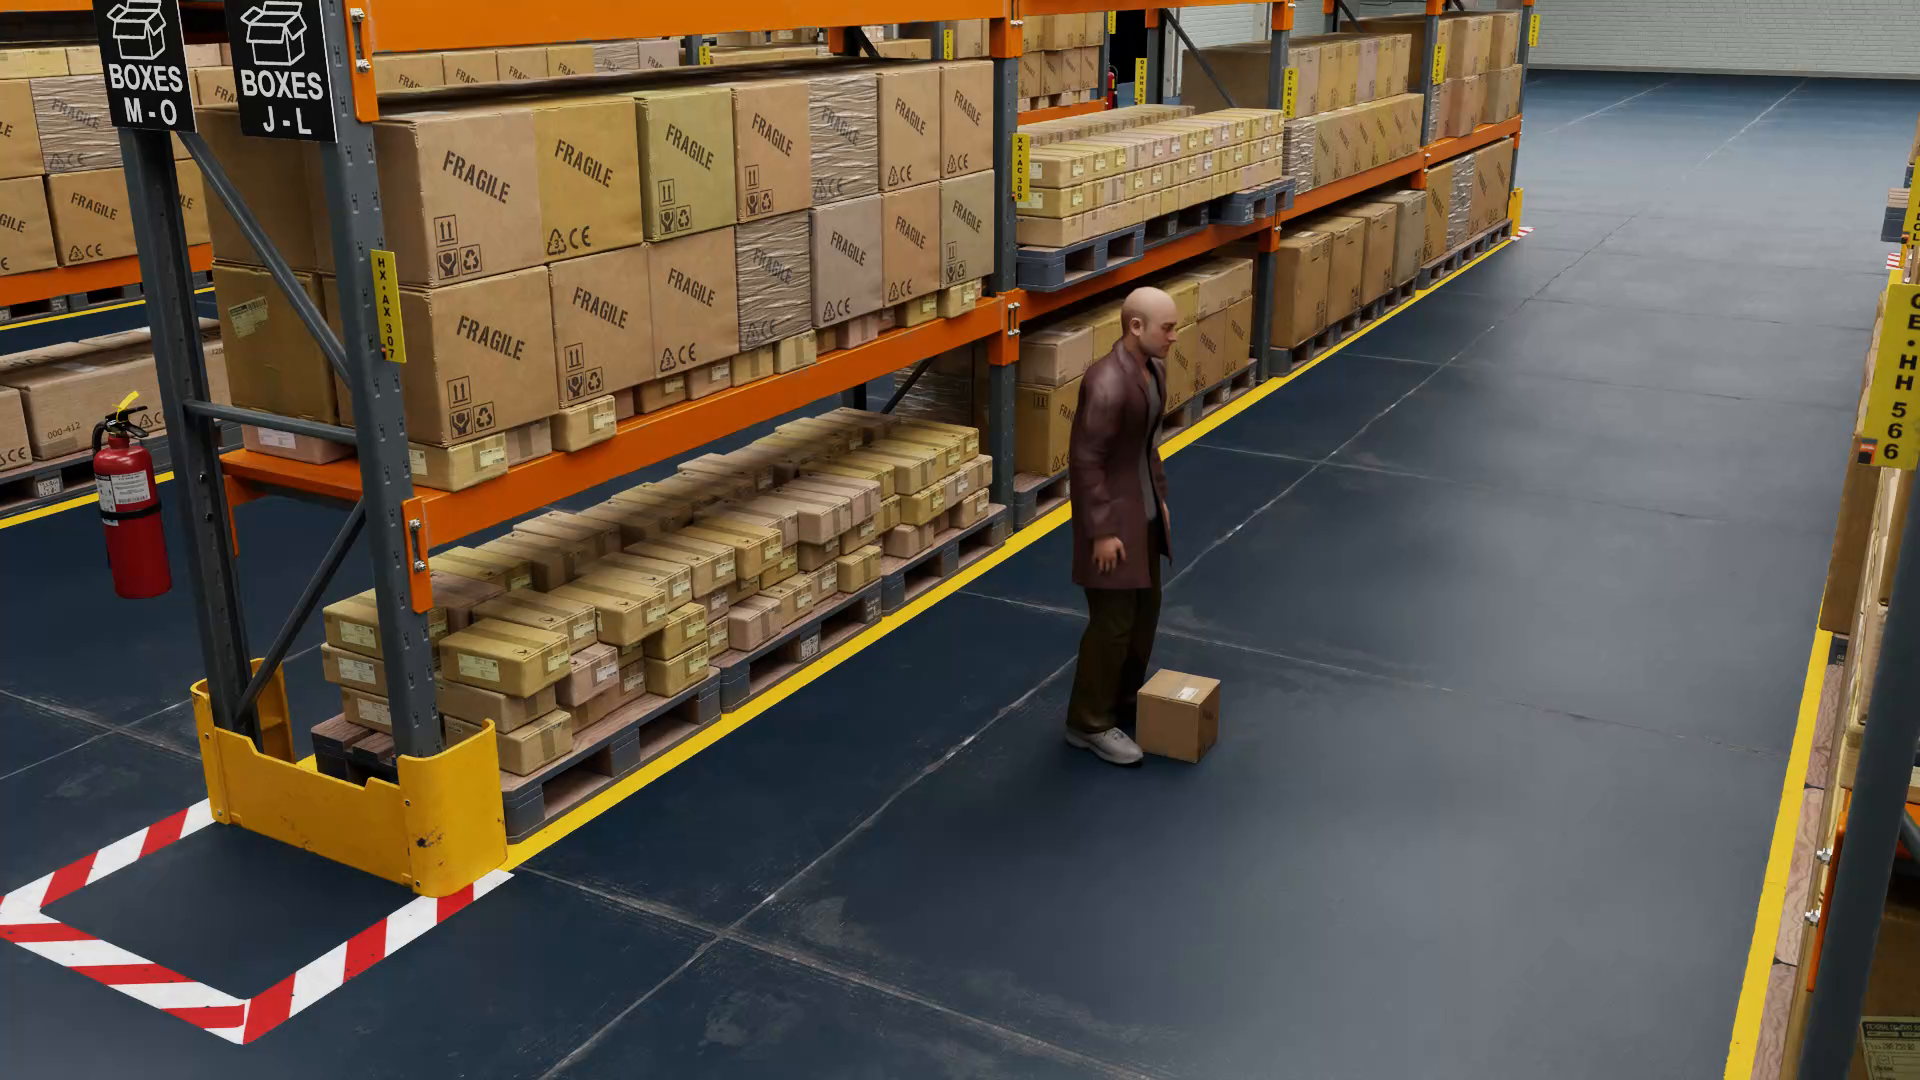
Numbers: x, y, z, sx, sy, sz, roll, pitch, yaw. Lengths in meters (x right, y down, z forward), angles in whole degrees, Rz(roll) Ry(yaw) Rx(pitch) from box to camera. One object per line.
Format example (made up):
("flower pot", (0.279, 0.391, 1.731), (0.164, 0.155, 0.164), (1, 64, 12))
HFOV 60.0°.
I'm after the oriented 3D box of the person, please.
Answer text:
("person", (0.628, -0.079, 6.319), (0.418, 1.774, 0.649), (10, 22, 27))
